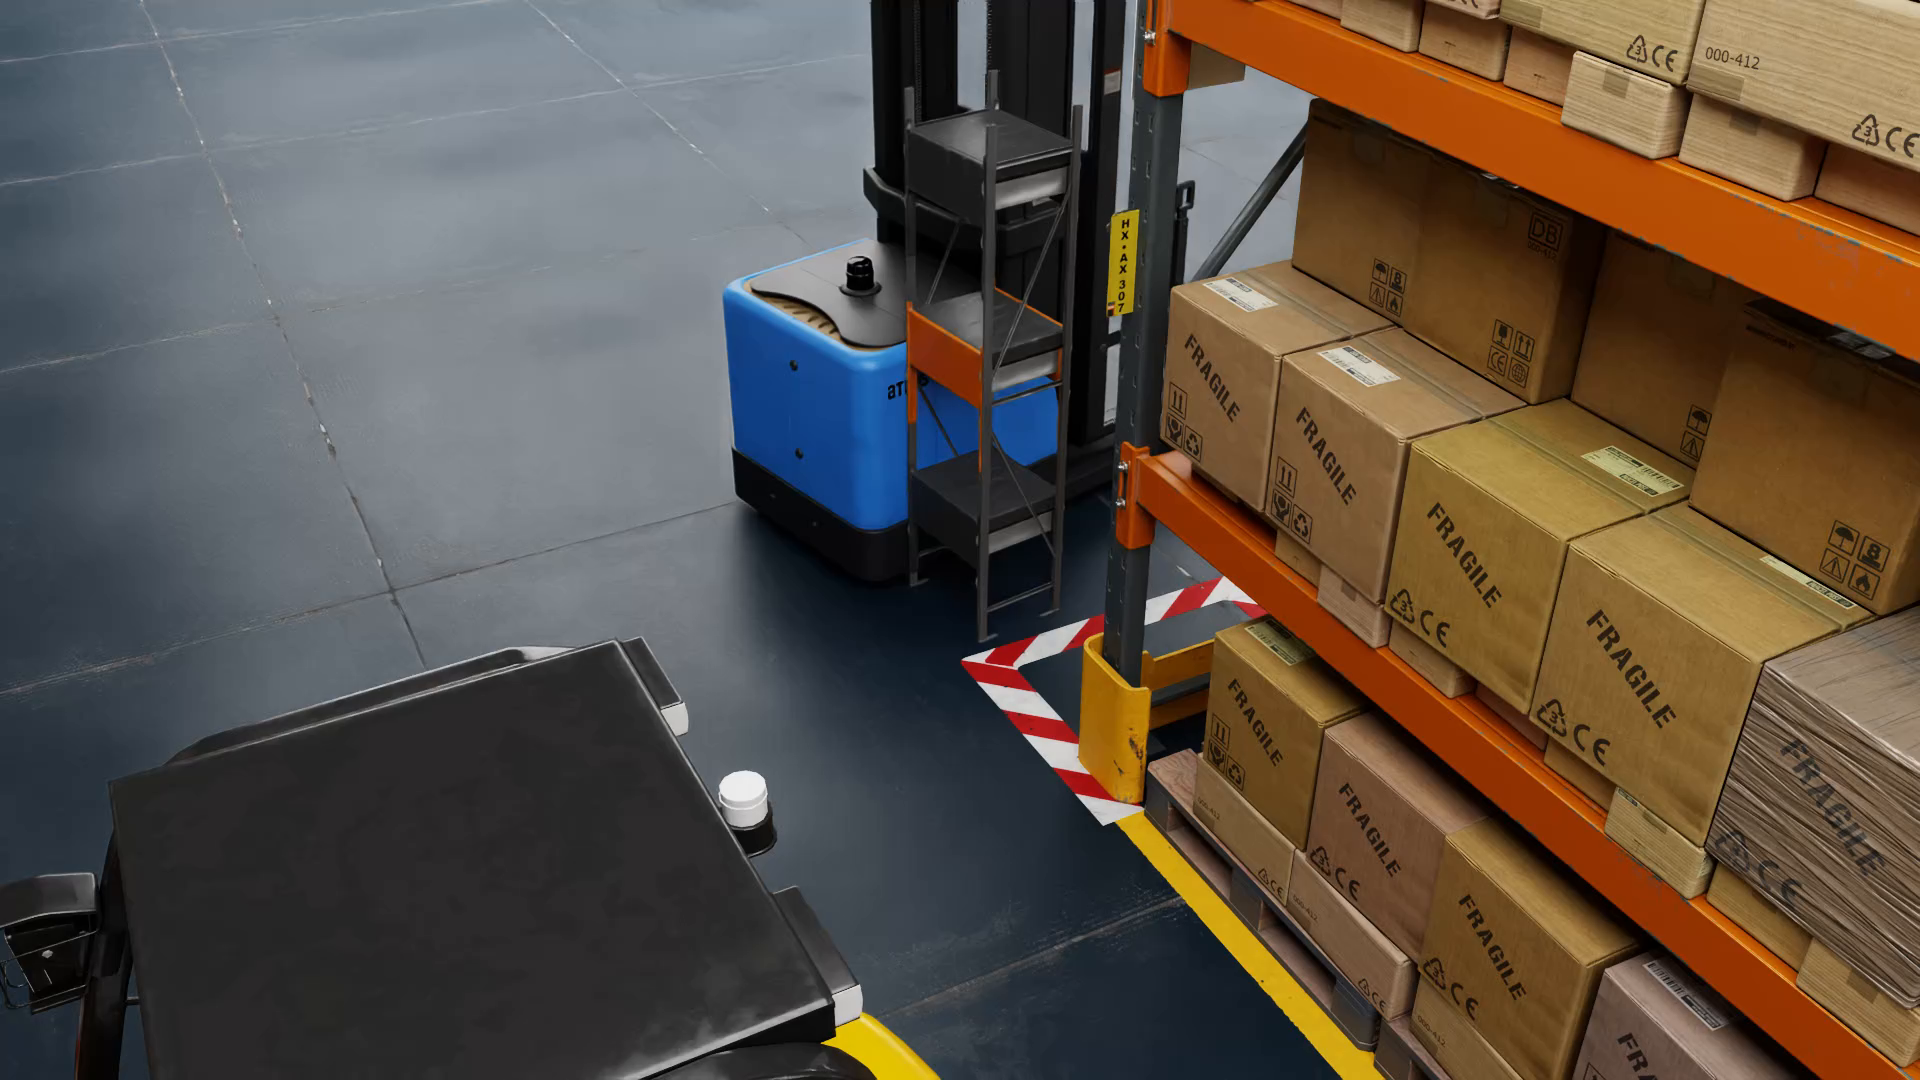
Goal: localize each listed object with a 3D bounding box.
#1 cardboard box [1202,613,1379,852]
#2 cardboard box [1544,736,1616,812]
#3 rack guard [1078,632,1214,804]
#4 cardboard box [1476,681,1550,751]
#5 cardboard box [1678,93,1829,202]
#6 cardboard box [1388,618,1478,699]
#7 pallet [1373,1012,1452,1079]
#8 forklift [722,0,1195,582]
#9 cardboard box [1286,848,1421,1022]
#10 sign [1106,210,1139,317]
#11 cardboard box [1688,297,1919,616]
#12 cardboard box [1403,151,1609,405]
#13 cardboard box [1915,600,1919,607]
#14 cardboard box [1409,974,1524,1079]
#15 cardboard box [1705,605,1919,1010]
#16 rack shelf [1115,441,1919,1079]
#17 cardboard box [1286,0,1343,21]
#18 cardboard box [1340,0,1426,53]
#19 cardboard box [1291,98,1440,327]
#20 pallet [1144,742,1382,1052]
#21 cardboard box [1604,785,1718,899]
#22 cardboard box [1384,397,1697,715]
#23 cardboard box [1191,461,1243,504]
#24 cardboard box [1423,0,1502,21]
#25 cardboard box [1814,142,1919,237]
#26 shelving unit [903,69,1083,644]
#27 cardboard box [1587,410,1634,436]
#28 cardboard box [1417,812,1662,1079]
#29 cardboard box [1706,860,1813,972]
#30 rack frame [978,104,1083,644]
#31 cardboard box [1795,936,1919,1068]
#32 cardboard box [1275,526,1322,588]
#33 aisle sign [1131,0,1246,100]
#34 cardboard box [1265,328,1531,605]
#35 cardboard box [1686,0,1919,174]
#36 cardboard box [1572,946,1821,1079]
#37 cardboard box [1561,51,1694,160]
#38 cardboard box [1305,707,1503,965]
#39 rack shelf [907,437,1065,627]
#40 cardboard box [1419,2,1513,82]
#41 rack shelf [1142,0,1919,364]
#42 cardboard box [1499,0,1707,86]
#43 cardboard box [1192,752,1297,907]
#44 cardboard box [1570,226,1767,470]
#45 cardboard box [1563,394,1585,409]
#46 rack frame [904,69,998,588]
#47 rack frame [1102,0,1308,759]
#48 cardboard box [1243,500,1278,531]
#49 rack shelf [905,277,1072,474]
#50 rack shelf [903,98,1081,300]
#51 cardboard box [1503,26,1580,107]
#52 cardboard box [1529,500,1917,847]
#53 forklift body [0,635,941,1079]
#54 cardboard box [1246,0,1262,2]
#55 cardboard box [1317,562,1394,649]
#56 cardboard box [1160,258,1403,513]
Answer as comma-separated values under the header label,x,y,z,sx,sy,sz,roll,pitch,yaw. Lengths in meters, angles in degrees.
label,x,y,z,sx,sy,sz,roll,pitch,yaw
cardboard box,1.110,0.538,5.094,0.500,0.500,0.500,-17,36,-25
cardboard box,1.625,0.483,3.948,0.380,0.149,0.250,-17,36,-24
rack guard,1.002,0.496,6.012,1.175,0.500,0.348,-16,36,-23
cardboard box,1.528,0.350,4.156,0.380,0.149,0.250,-15,35,-22
cardboard box,1.599,-0.779,3.137,0.380,0.149,0.250,-17,36,-24
cardboard box,1.352,0.239,4.330,0.380,0.149,0.250,-15,36,-22
pallet,1.914,1.596,4.564,1.003,0.211,1.213,-16,36,-23
forklift,0.435,-1.726,7.228,3.031,2.935,1.130,-25,40,-33
cardboard box,1.329,1.088,4.931,0.500,0.250,0.500,-15,35,-21
sign,0.487,-0.821,4.948,0.100,0.325,0.005,-16,36,-23
cardboard box,2.066,-0.258,3.577,0.700,0.500,0.500,-16,36,-23
cardboard box,1.627,-0.749,4.343,0.700,0.500,0.500,-16,36,-23
cardboard box,2.143,0.156,3.858,0.500,0.500,0.500,-15,36,-23
cardboard box,1.595,1.345,4.529,0.500,0.250,0.500,-13,35,-20
cardboard box,1.912,0.509,3.307,0.500,0.500,0.500,-15,36,-22
rack shelf,1.899,0.665,4.099,1.077,0.370,4.000,-16,36,-23
cardboard box,1.036,-1.407,4.118,0.380,0.149,0.250,-17,36,-25
cardboard box,1.129,-1.272,3.908,0.380,0.149,0.250,-15,36,-22
cardboard box,1.398,-0.992,4.723,0.700,0.500,0.500,-17,36,-24
pallet,1.350,1.014,5.471,1.003,0.211,1.213,-16,36,-23
cardboard box,1.691,0.618,3.738,0.380,0.149,0.250,-16,36,-23
cardboard box,1.425,0.025,4.062,0.500,0.500,0.500,-17,36,-24
cardboard box,0.942,-0.273,5.128,0.380,0.149,0.250,-16,36,-23
cardboard box,1.192,-1.368,3.688,0.500,0.250,0.500,-16,36,-24
cardboard box,1.778,-0.677,2.978,0.380,0.149,0.250,-16,36,-24
shelving unit,0.104,-0.644,6.305,0.431,2.100,0.503,-20,38,-30
cardboard box,1.923,-0.091,4.243,0.500,0.500,0.500,-16,36,-23
cardboard box,1.584,1.028,4.329,0.500,0.500,0.500,-15,36,-22
cardboard box,1.843,0.731,3.561,0.380,0.149,0.250,-17,36,-24
rack frame,0.245,-0.537,6.137,0.400,2.100,0.015,-20,38,-30
cardboard box,1.935,0.861,3.358,0.380,0.149,0.250,-16,36,-24
cardboard box,1.124,-0.009,4.716,0.380,0.149,0.250,-17,36,-25
aisle sign,0.663,-1.639,4.618,0.394,0.787,0.004,-16,36,-23
cardboard box,1.186,-0.218,4.441,0.500,0.500,0.500,-15,35,-22
cardboard box,1.676,-0.879,2.923,0.500,0.250,0.500,-15,36,-22
cardboard box,1.841,1.281,3.935,0.500,0.500,0.500,-14,35,-21
cardboard box,1.440,-0.894,3.318,0.380,0.149,0.250,-15,36,-23
cardboard box,1.357,0.786,4.706,0.500,0.500,0.500,-17,36,-25
rack shelf,0.098,-0.041,6.686,0.431,0.518,0.480,-20,38,-30
cardboard box,1.266,-1.160,3.733,0.380,0.149,0.250,-16,36,-23
rack shelf,1.899,-0.599,3.290,1.077,0.370,4.000,-16,36,-23
cardboard box,1.454,-1.128,3.312,0.500,0.250,0.500,-15,35,-22
cardboard box,1.098,0.843,5.314,0.500,0.250,0.500,-16,36,-23
cardboard box,1.956,-0.531,4.004,0.700,0.500,0.500,-16,36,-24
cardboard box,1.693,-0.330,4.617,0.500,0.500,0.500,-16,36,-23
rack frame,-0.038,-0.751,6.472,0.400,2.100,0.015,-20,38,-30
rack frame,0.967,-0.593,5.395,1.000,3.000,0.127,-16,36,-23
cardboard box,1.072,-0.156,4.946,0.380,0.149,0.250,-15,36,-22
rack shelf,0.103,-0.633,6.312,0.431,0.518,0.480,-20,38,-30
rack shelf,0.109,-1.225,5.938,0.431,0.518,0.480,-20,38,-30
cardboard box,1.393,-1.035,3.537,0.380,0.149,0.250,-17,36,-25
cardboard box,1.669,0.265,3.687,0.500,0.500,0.500,-17,36,-24
forklift body,-0.925,1.461,2.976,2.313,2.155,1.214,-16,36,-23
cardboard box,0.834,-1.510,4.279,0.380,0.149,0.250,-16,36,-23
cardboard box,1.202,0.124,4.509,0.380,0.149,0.250,-15,36,-22
cardboard box,0.942,-0.464,4.826,0.500,0.500,0.500,-16,36,-24
